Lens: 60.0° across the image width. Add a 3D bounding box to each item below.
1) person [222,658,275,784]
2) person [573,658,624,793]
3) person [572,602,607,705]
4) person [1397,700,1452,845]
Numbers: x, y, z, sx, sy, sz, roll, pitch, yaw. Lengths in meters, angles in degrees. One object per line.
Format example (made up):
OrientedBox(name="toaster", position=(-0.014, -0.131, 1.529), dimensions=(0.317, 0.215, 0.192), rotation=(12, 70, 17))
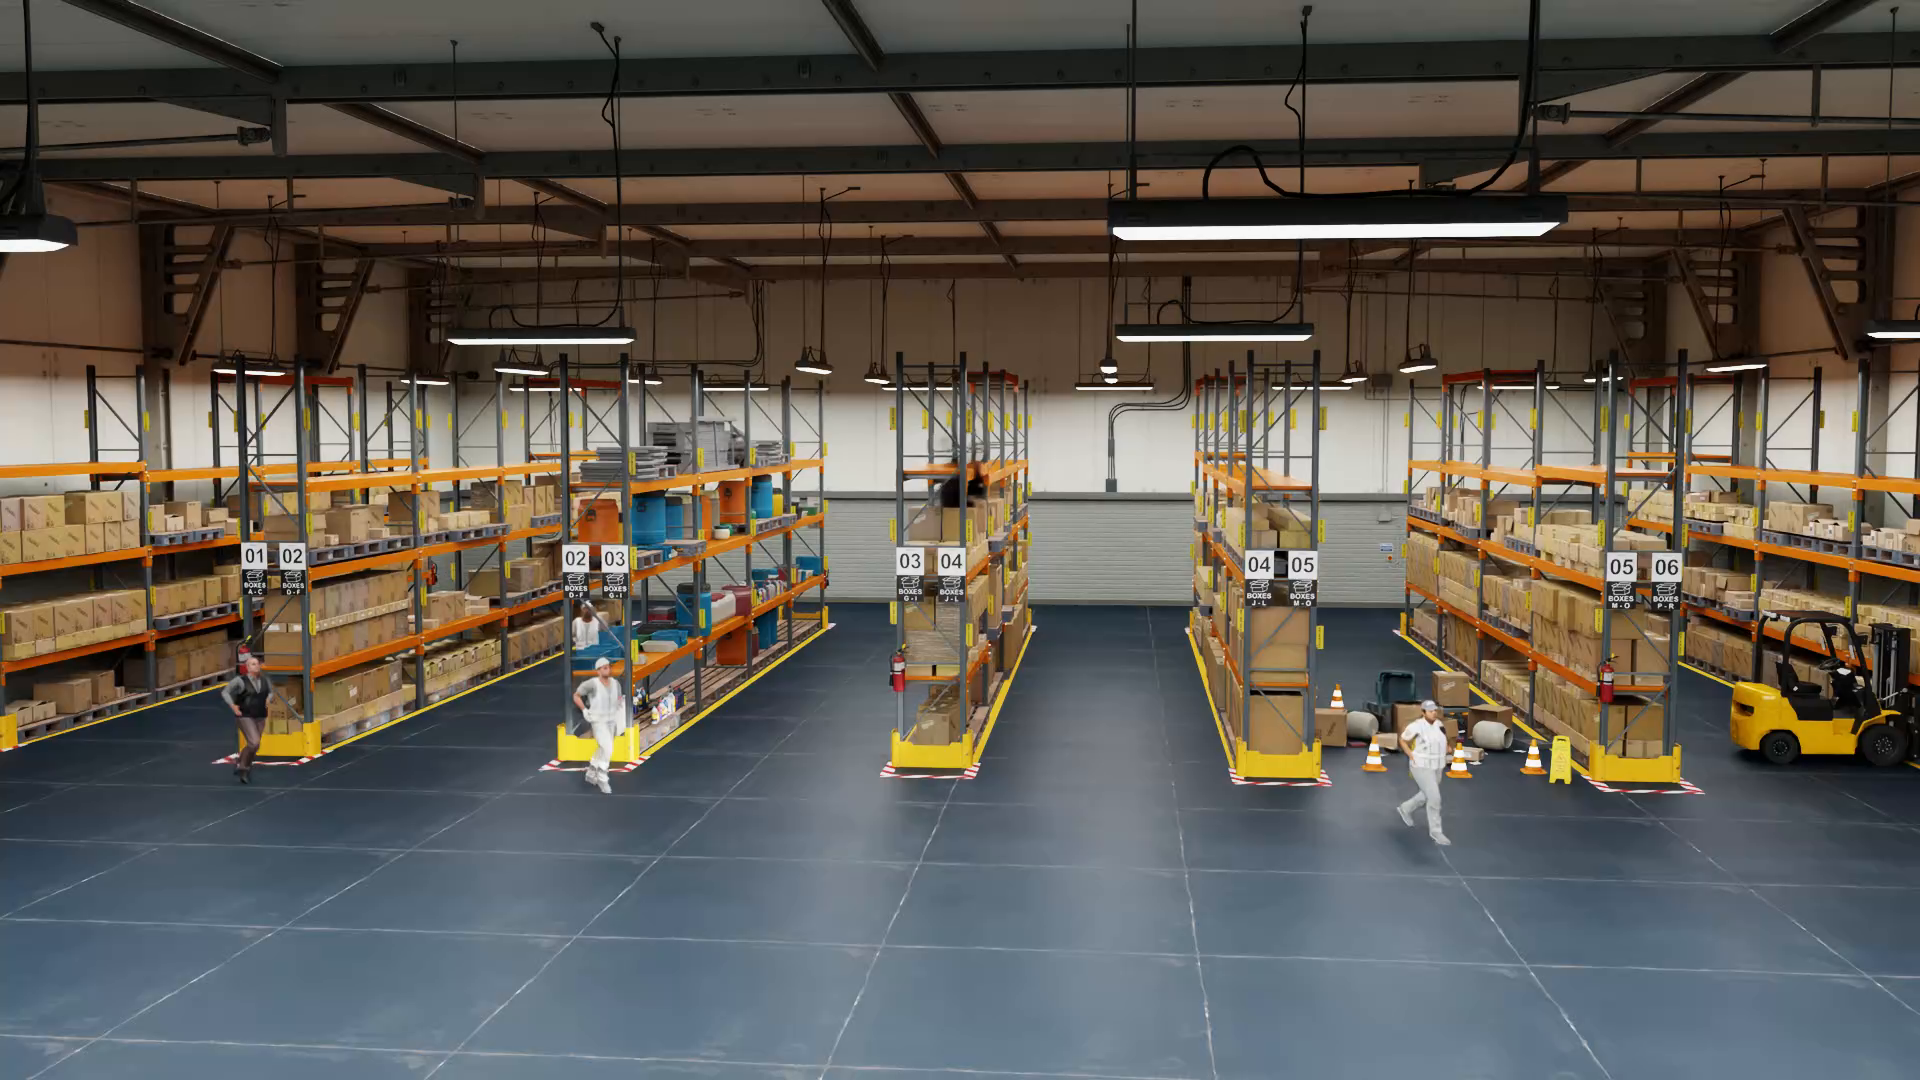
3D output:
OrientedBox(name="person", position=(-9.860, 2.507, 23.186), dimensions=(0.642, 1.741, 0.680), rotation=(3, 5, 34))
OrientedBox(name="person", position=(-4.861, 2.512, 22.630), dimensions=(0.707, 1.830, 0.643), rotation=(3, 5, 38))
OrientedBox(name="person", position=(-6.623, 1.990, 29.571), dimensions=(0.684, 1.782, 0.984), rotation=(-1, 4, -8))
OrientedBox(name="person", position=(5.627, 2.756, 20.033), dimensions=(0.593, 1.685, 0.848), rotation=(-3, 5, -32))
